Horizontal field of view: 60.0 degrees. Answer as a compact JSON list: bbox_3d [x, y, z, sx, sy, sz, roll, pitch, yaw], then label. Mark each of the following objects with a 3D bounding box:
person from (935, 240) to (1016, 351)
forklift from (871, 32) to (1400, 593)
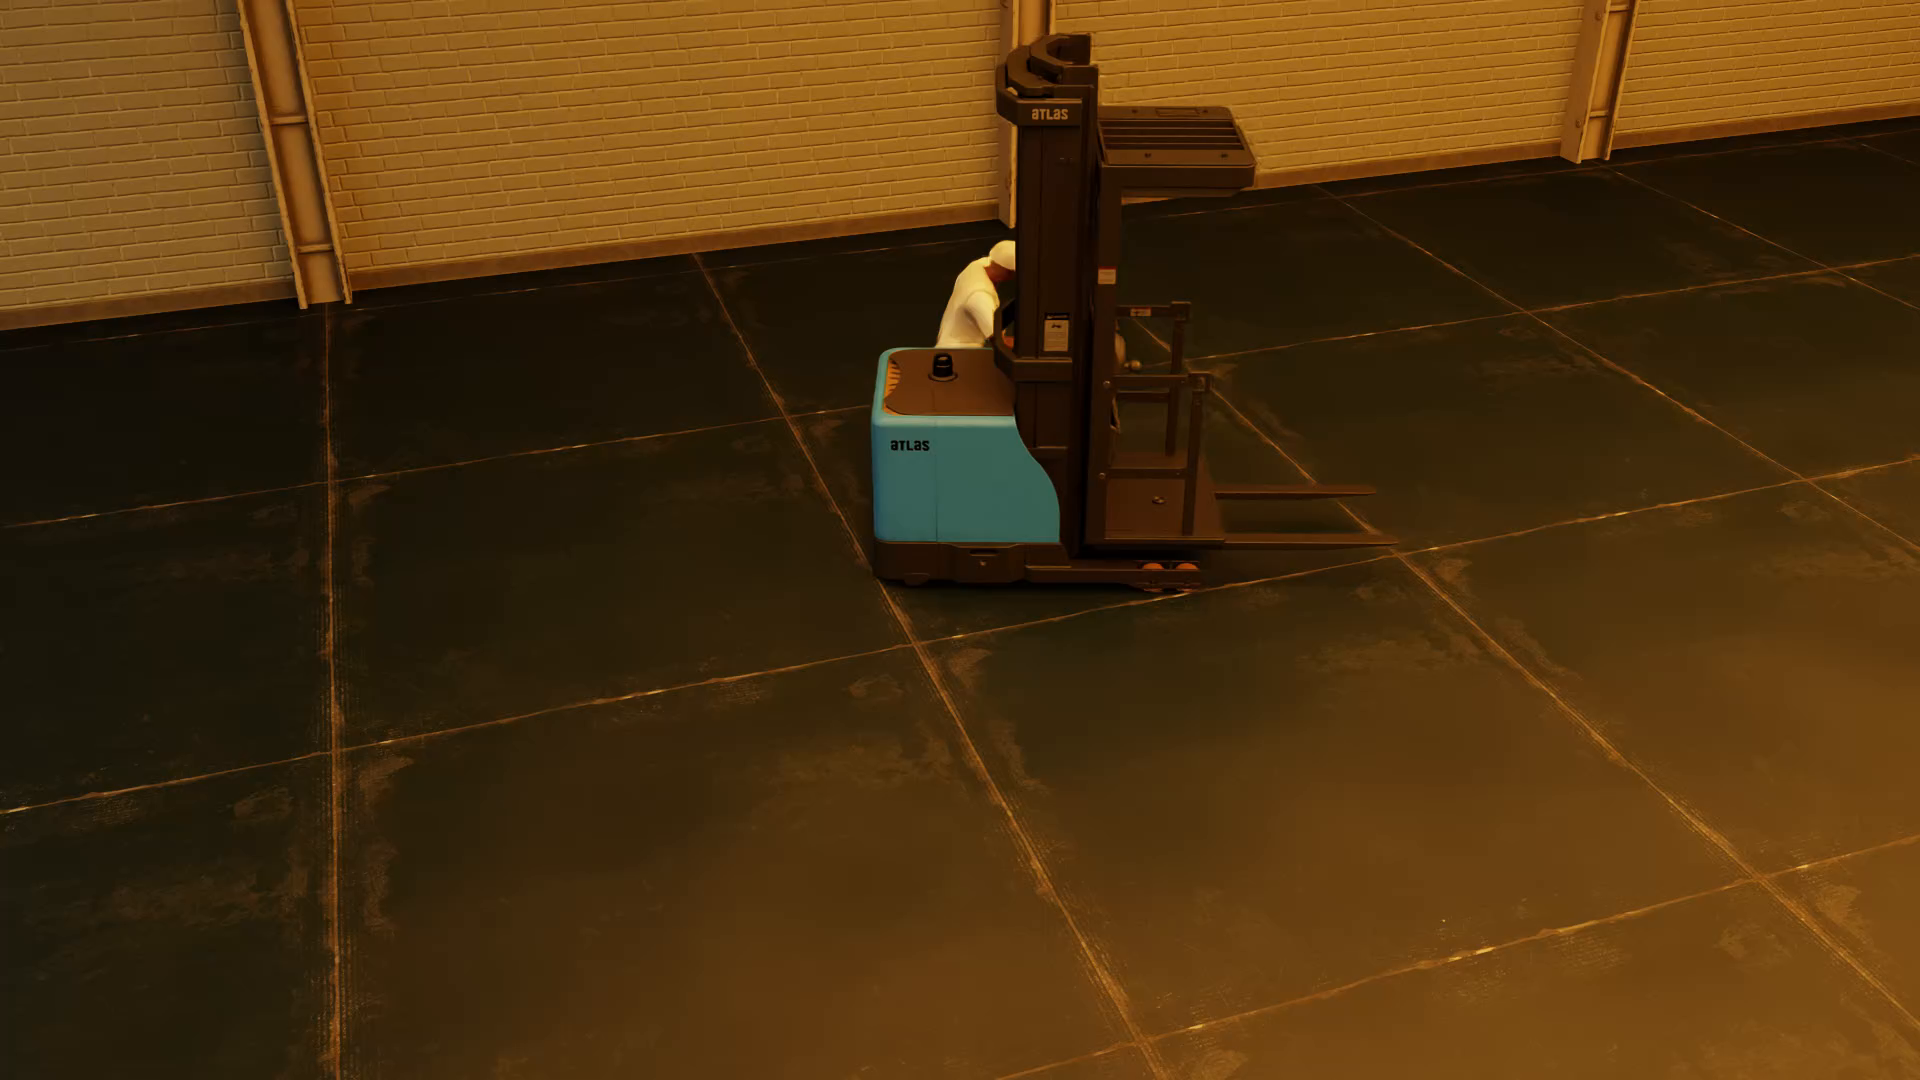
[{"bbox_3d":[0.241,-1.194,10.601,0.799,1.466,1.580,-1,30,-1],"label":"person"},{"bbox_3d":[1.019,-1.237,9.237,3.031,2.935,1.130,0,30,1],"label":"forklift"}]
